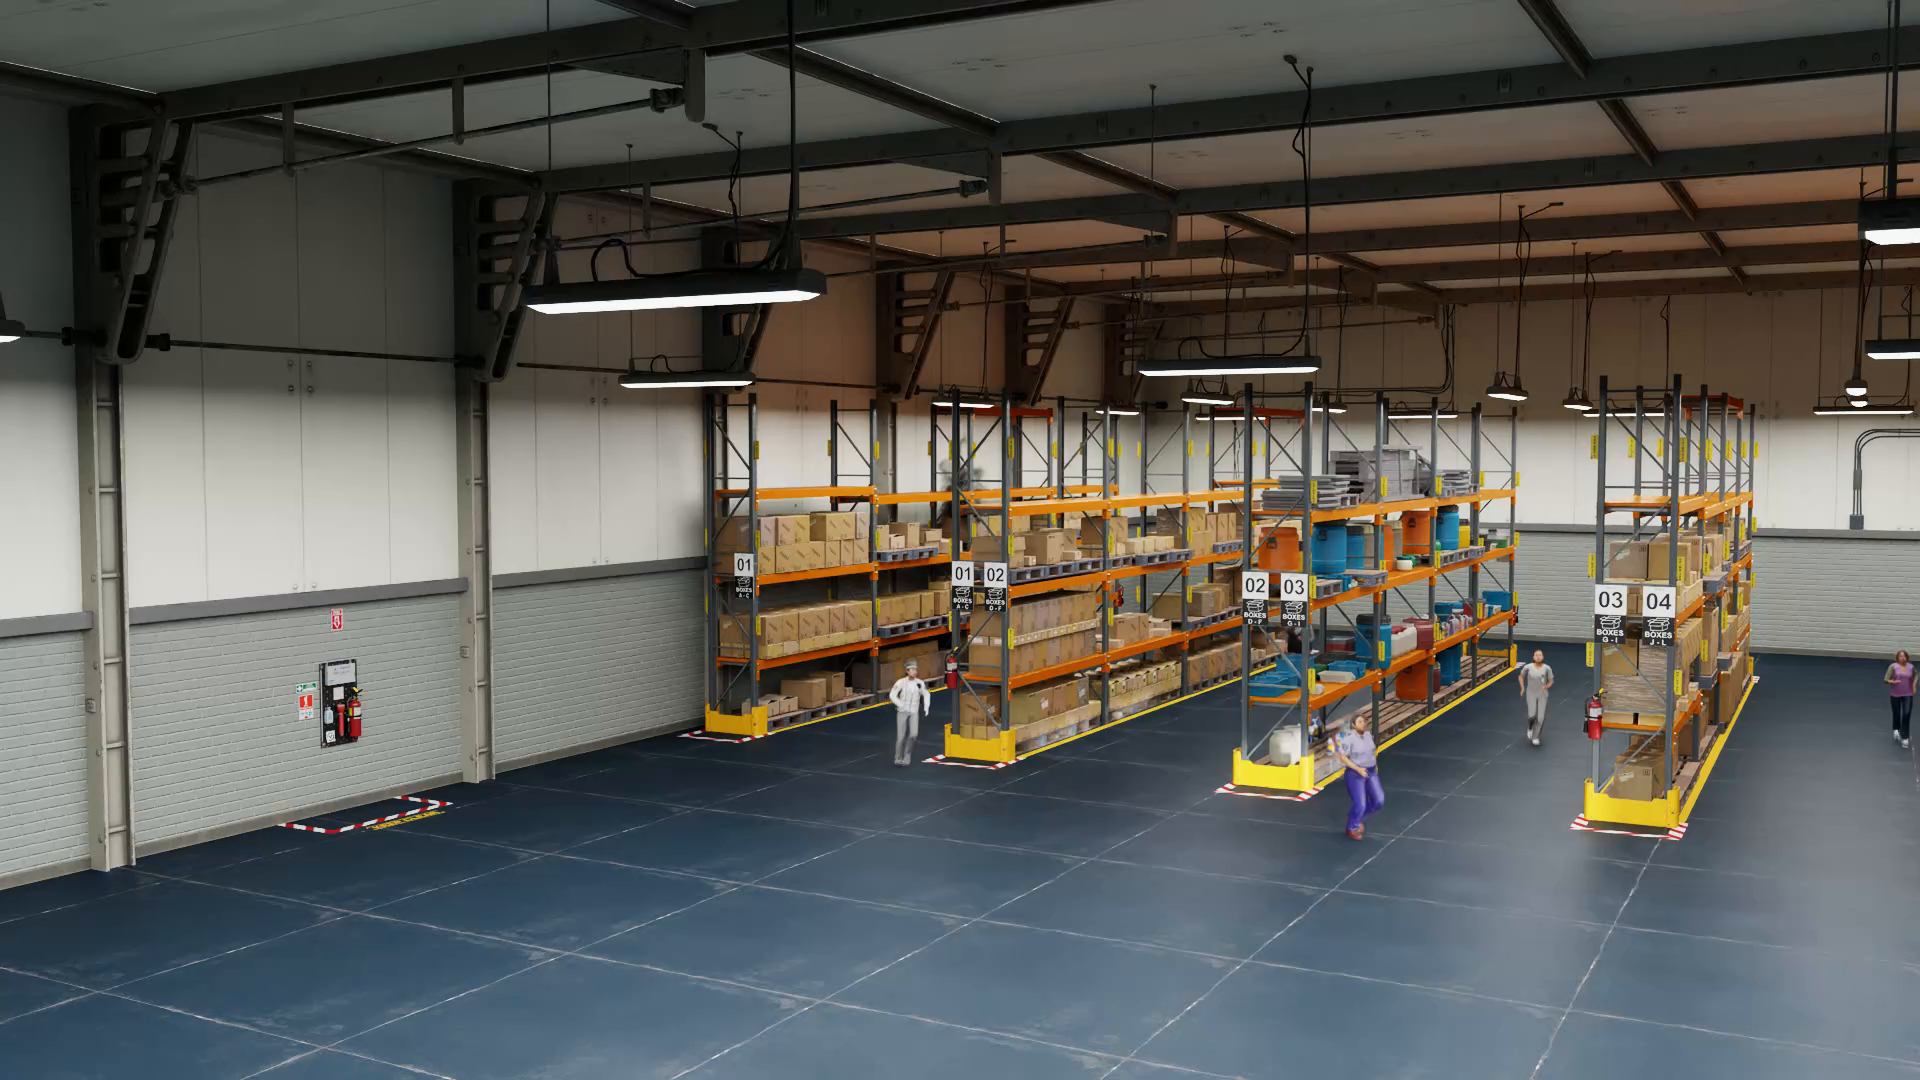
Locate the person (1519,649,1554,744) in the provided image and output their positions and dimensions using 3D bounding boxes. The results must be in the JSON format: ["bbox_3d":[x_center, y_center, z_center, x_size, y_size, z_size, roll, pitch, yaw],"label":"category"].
[{"bbox_3d":[9.780,2.660,28.204,0.556,1.627,0.549,1,3,15],"label":"person"}]

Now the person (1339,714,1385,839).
[{"bbox_3d":[5.191,3.046,21.426,0.616,1.609,0.508,-2,3,-28],"label":"person"}]

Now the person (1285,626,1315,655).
[{"bbox_3d":[6.848,2.301,33.550,0.645,1.725,0.953,1,3,19],"label":"person"}]

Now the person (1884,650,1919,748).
[{"bbox_3d":[15.951,2.657,28.183,0.535,1.606,0.851,1,3,25],"label":"person"}]

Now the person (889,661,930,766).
[{"bbox_3d":[-0.784,2.749,26.365,0.688,1.656,0.567,-1,3,-12],"label":"person"}]
